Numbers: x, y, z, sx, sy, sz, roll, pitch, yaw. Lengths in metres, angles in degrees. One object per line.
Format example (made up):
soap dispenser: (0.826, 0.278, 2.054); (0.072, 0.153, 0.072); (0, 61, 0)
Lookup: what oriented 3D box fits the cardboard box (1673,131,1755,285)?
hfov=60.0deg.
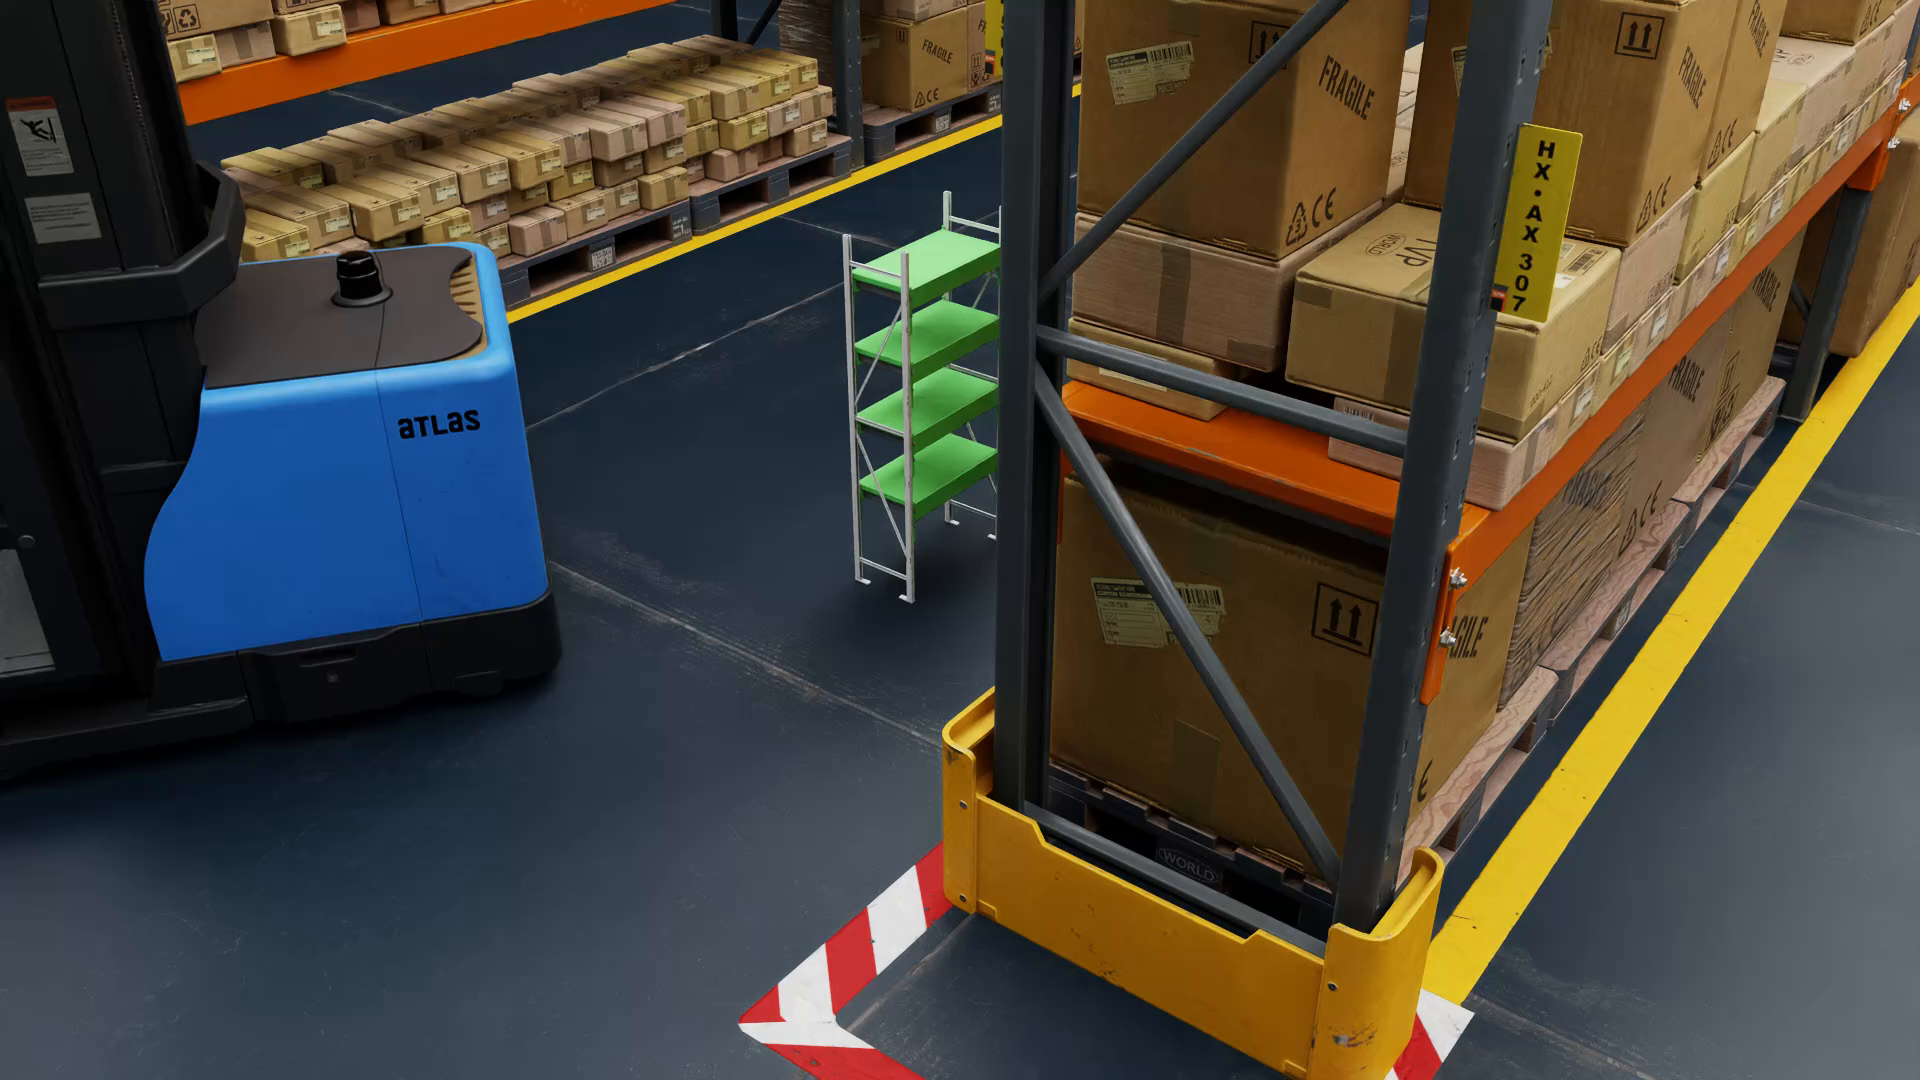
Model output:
cardboard box: (1.635, -0.882, 4.151); (0.500, 0.250, 0.500); (20, 36, 30)

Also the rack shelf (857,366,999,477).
rack shelf: (-0.100, -0.394, 5.363); (0.258, 0.148, 0.480); (21, 37, 31)

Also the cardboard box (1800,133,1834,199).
cardboard box: (2.386, -1.164, 5.019); (0.380, 0.149, 0.250); (22, 37, 32)

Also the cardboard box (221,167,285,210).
cardboard box: (-3.063, -1.445, 7.047); (0.380, 0.149, 0.250); (22, 37, 32)

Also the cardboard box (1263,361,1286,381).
cardboard box: (0.624, -0.534, 3.955); (0.380, 0.149, 0.250); (22, 37, 32)

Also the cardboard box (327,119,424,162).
cardboard box: (-2.683, -1.801, 7.648); (0.380, 0.149, 0.250); (23, 37, 33)

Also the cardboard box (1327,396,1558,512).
cardboard box: (0.993, -0.224, 3.433); (0.380, 0.149, 0.250); (22, 37, 32)

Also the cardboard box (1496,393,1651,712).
cardboard box: (1.387, -0.211, 4.836); (0.875, 0.875, 0.875); (21, 37, 31)

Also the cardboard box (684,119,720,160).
cardboard box: (-1.431, -2.040, 8.342); (0.380, 0.149, 0.250); (21, 37, 32)

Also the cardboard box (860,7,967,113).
cardboard box: (-0.306, -2.807, 9.584); (0.500, 0.500, 0.500); (23, 37, 33)

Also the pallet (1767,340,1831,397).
pallet: (3.336, -1.053, 7.319); (1.003, 0.211, 1.213); (21, 37, 31)

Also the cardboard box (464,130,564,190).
cardboard box: (-2.012, -1.717, 7.506); (0.380, 0.149, 0.250); (22, 37, 32)

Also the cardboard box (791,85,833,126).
cardboard box: (-0.900, -2.339, 8.848); (0.380, 0.149, 0.250); (22, 37, 32)

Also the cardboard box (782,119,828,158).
cardboard box: (-0.928, -2.173, 8.859); (0.380, 0.149, 0.250); (22, 37, 32)

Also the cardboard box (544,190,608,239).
cardboard box: (-1.883, -1.559, 7.823); (0.380, 0.149, 0.250); (21, 37, 31)

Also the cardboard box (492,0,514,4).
cardboard box: (-2.020, -2.430, 7.154); (0.380, 0.149, 0.250); (23, 37, 33)

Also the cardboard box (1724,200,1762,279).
cardboard box: (1.920, -0.850, 4.489); (0.380, 0.149, 0.250); (20, 36, 30)

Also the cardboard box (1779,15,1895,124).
cardboard box: (2.562, -1.508, 5.207); (0.500, 0.250, 0.500); (22, 37, 33)

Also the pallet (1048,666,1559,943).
pallet: (0.936, 0.561, 4.597); (1.003, 0.211, 1.213); (21, 37, 31)

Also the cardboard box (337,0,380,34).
cardboard box: (-2.548, -2.137, 6.660); (0.380, 0.149, 0.250); (23, 38, 33)

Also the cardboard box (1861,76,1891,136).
cardboard box: (2.852, -1.478, 5.548); (0.380, 0.149, 0.250); (22, 37, 32)

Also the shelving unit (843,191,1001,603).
shelving unit: (-0.100, -0.449, 5.331); (0.258, 1.200, 0.503); (21, 37, 31)

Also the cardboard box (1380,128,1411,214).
cardboard box: (0.903, -0.838, 4.077); (0.500, 0.250, 0.500); (20, 36, 30)

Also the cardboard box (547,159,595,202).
cardboard box: (-1.942, -1.732, 7.823); (0.380, 0.149, 0.250); (23, 38, 33)

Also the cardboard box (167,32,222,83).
cardboard box: (-2.921, -1.780, 6.058); (0.380, 0.149, 0.250); (21, 36, 31)

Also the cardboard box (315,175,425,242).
cardboard box: (-2.466, -1.388, 6.951); (0.380, 0.149, 0.250); (21, 37, 31)

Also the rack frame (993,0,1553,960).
rack frame: (0.516, -0.290, 3.297); (1.000, 3.000, 0.127); (21, 37, 31)

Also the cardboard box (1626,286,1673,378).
cardboard box: (1.458, -0.540, 3.965); (0.380, 0.149, 0.250); (20, 36, 31)

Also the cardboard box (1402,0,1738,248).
cardboard box: (1.322, -0.991, 3.600); (0.500, 0.500, 0.500); (20, 36, 30)

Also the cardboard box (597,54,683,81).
cardboard box: (-1.663, -2.405, 8.667); (0.380, 0.149, 0.250); (21, 36, 31)

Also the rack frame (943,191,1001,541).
rack frame: (0.047, -0.548, 5.498); (0.240, 1.200, 0.015); (21, 37, 31)

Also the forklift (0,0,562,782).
forklift: (-2.776, -0.839, 4.291); (3.031, 2.935, 1.130); (-9, 32, -15)

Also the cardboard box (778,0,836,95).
cardboard box: (-0.717, -2.967, 9.854); (0.500, 0.500, 0.500); (20, 36, 30)

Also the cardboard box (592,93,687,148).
cardboard box: (-1.546, -2.029, 8.033); (0.380, 0.149, 0.250); (19, 36, 29)

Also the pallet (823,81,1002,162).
pallet: (-0.494, -2.600, 9.931); (1.003, 0.211, 1.213); (21, 37, 31)

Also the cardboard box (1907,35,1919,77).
cardboard box: (3.407, -2.069, 6.200); (0.500, 0.500, 0.500); (21, 37, 31)

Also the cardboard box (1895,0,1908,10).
cardboard box: (2.866, -2.032, 5.357); (0.500, 0.500, 0.500); (22, 37, 33)

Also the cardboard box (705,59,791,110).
cardboard box: (-1.093, -2.352, 8.578); (0.380, 0.149, 0.250); (22, 37, 32)

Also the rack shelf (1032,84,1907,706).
rack shelf: (1.723, -0.793, 4.852); (1.077, 0.370, 4.000); (21, 37, 31)

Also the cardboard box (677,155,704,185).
cardboard box: (-1.516, -1.896, 8.392); (0.380, 0.149, 0.250); (20, 36, 30)

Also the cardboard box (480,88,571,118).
cardboard box: (-2.120, -2.078, 8.115); (0.380, 0.149, 0.250); (19, 36, 29)

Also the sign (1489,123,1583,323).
sign: (0.954, -0.523, 2.764); (0.100, 0.325, 0.005); (21, 37, 31)

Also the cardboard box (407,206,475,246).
cardboard box: (-2.328, -1.365, 7.204); (0.380, 0.149, 0.250); (22, 37, 33)

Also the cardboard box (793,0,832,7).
cardboard box: (-0.715, -3.292, 9.666); (0.500, 0.250, 0.500); (20, 36, 30)
